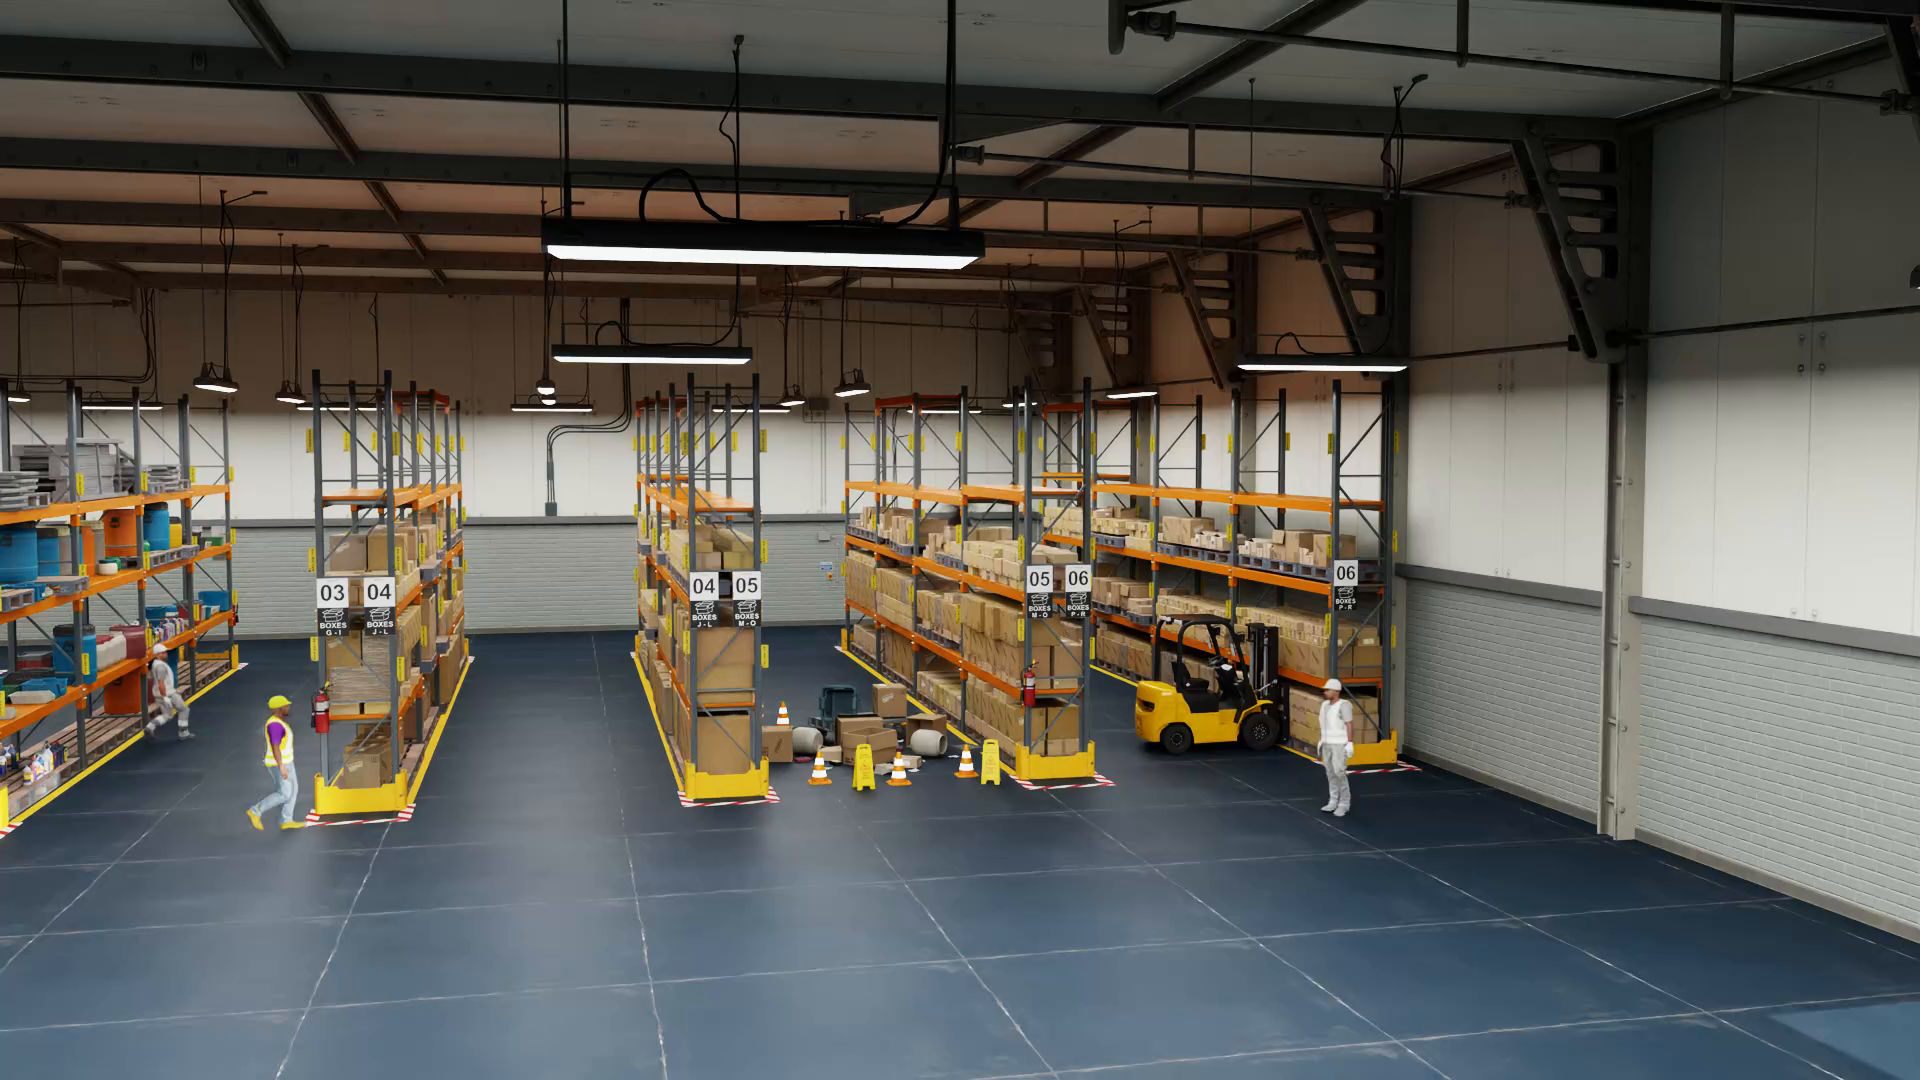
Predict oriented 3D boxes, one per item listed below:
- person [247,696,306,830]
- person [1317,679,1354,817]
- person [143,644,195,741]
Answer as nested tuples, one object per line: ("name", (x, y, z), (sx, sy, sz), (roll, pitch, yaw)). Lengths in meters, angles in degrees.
("person", (-8.802, 2.875, 21.449), (0.620, 1.744, 0.616), (0, 3, -7))
("person", (5.095, 2.805, 22.649), (0.394, 1.812, 0.634), (-2, 4, -24))
("person", (-13.239, 2.557, 27.873), (0.544, 1.674, 0.886), (3, 4, 40))
